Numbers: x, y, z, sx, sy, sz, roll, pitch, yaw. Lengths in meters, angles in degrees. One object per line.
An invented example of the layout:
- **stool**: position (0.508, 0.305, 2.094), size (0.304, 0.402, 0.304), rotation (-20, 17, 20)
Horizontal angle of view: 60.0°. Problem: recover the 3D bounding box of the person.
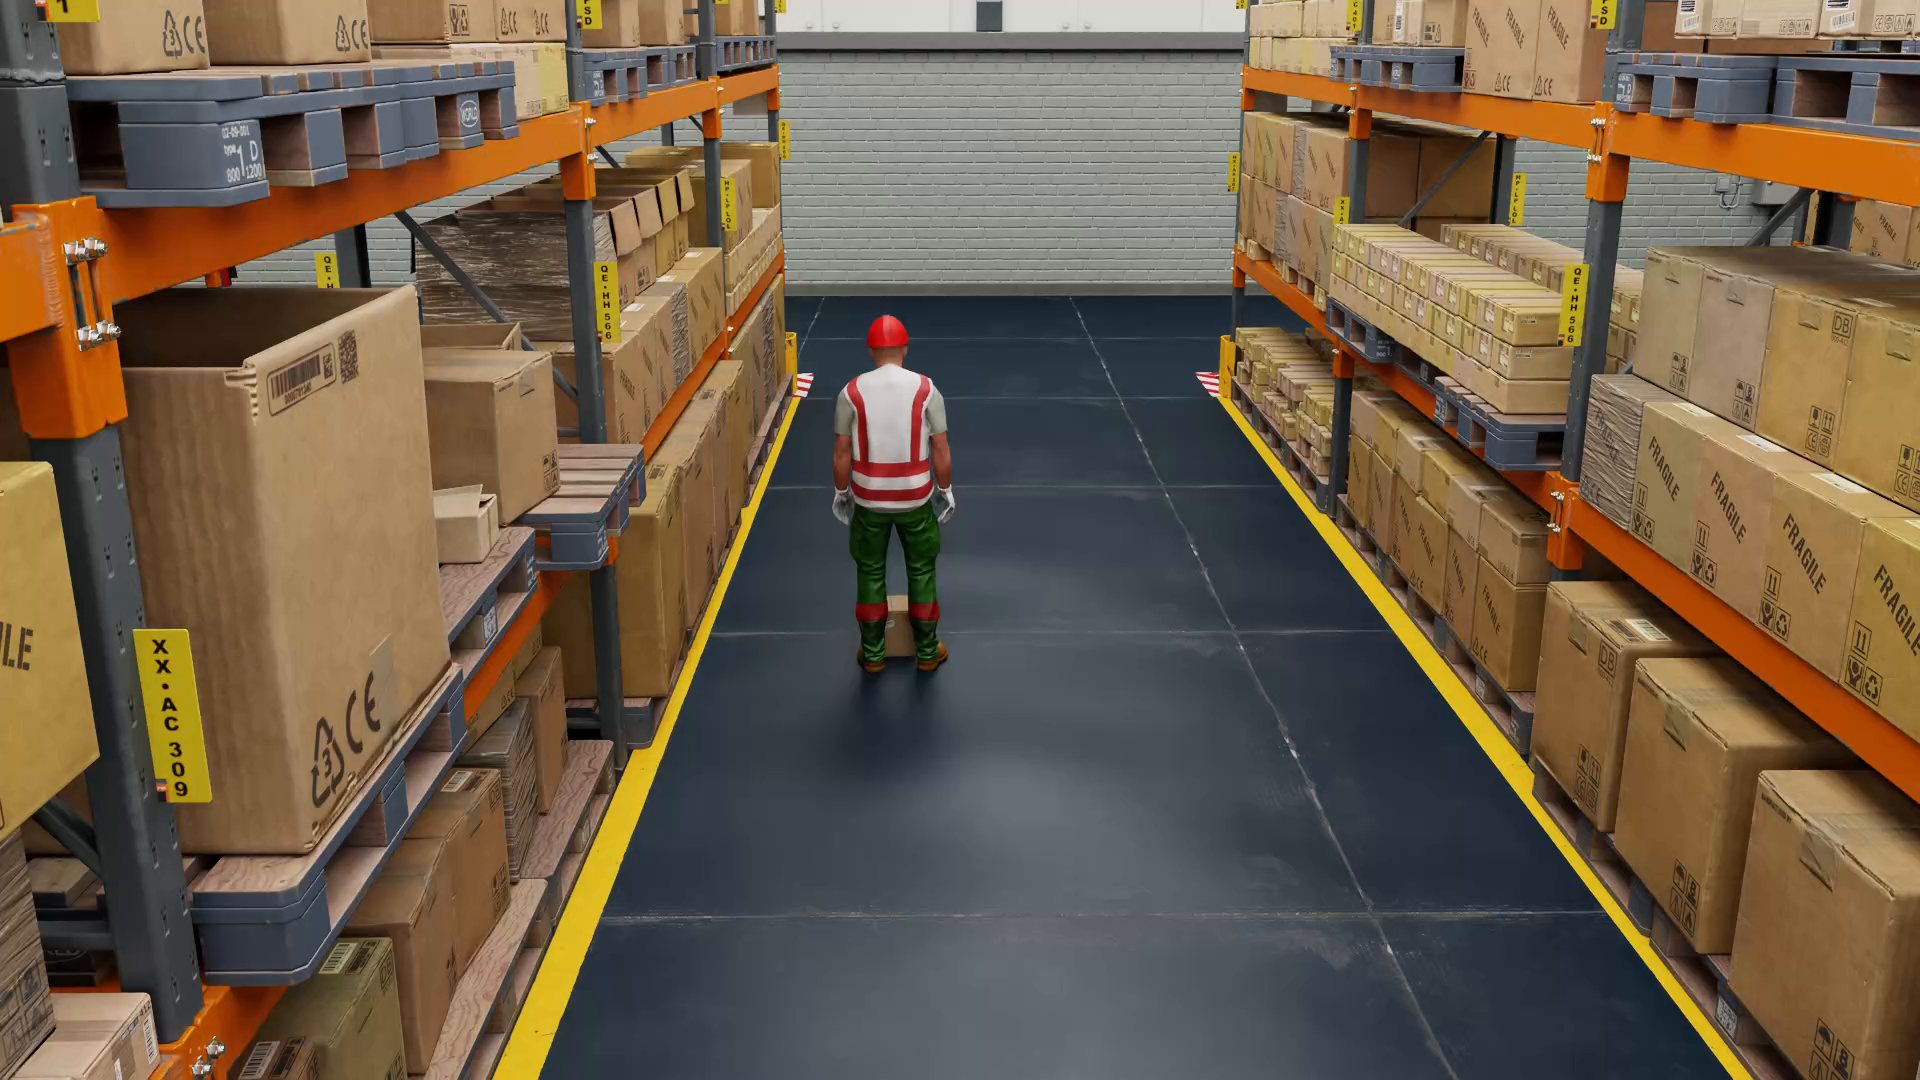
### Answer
- **person**: position (-0.328, -0.215, 8.224), size (0.607, 1.778, 0.452), rotation (0, 17, -1)
